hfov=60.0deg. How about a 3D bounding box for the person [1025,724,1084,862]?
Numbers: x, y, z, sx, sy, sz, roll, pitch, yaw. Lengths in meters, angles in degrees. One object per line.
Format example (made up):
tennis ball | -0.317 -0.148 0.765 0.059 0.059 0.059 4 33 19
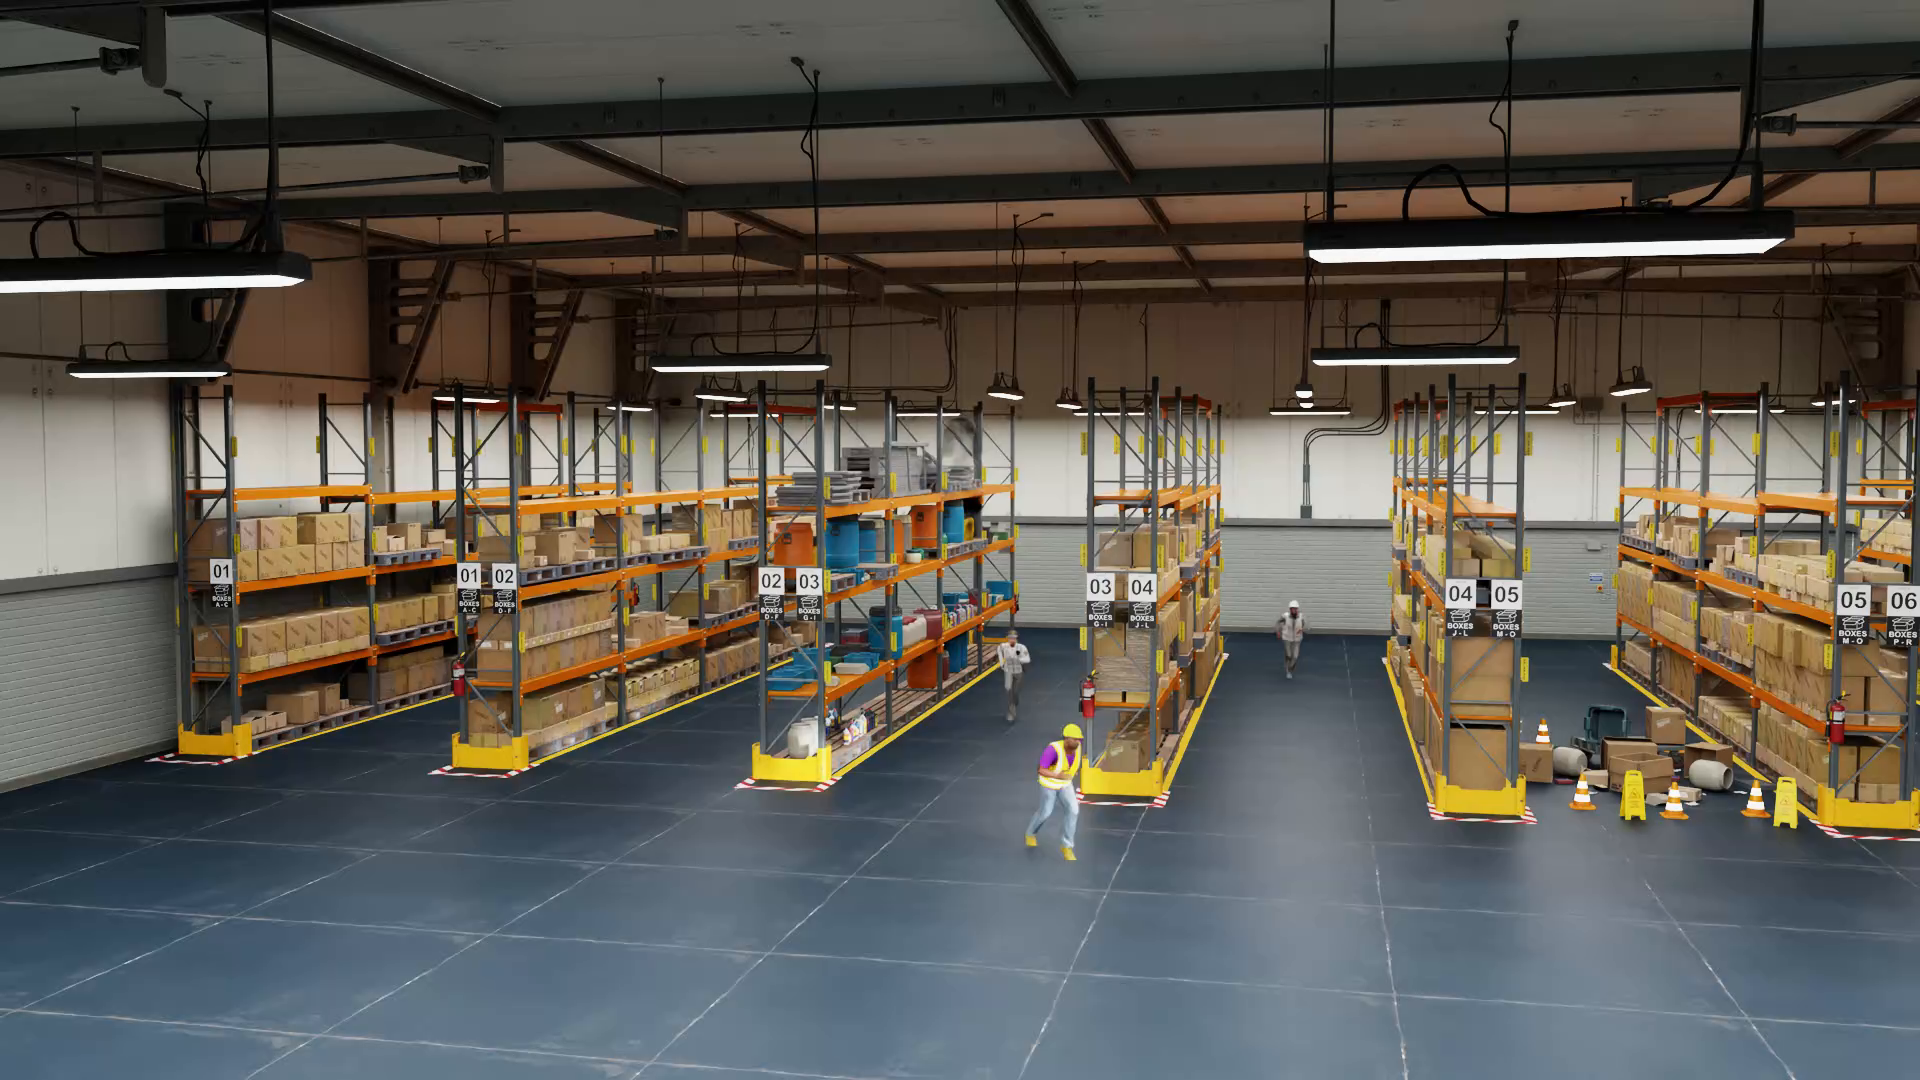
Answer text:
person | 1.165 3.059 20.347 0.747 1.712 1.037 -2 4 -35

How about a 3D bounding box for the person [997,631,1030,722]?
person | 0.988 2.473 30.557 0.606 1.674 0.906 0 3 2

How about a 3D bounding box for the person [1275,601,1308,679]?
person | 7.170 2.155 35.913 0.648 1.703 0.719 0 3 -2
